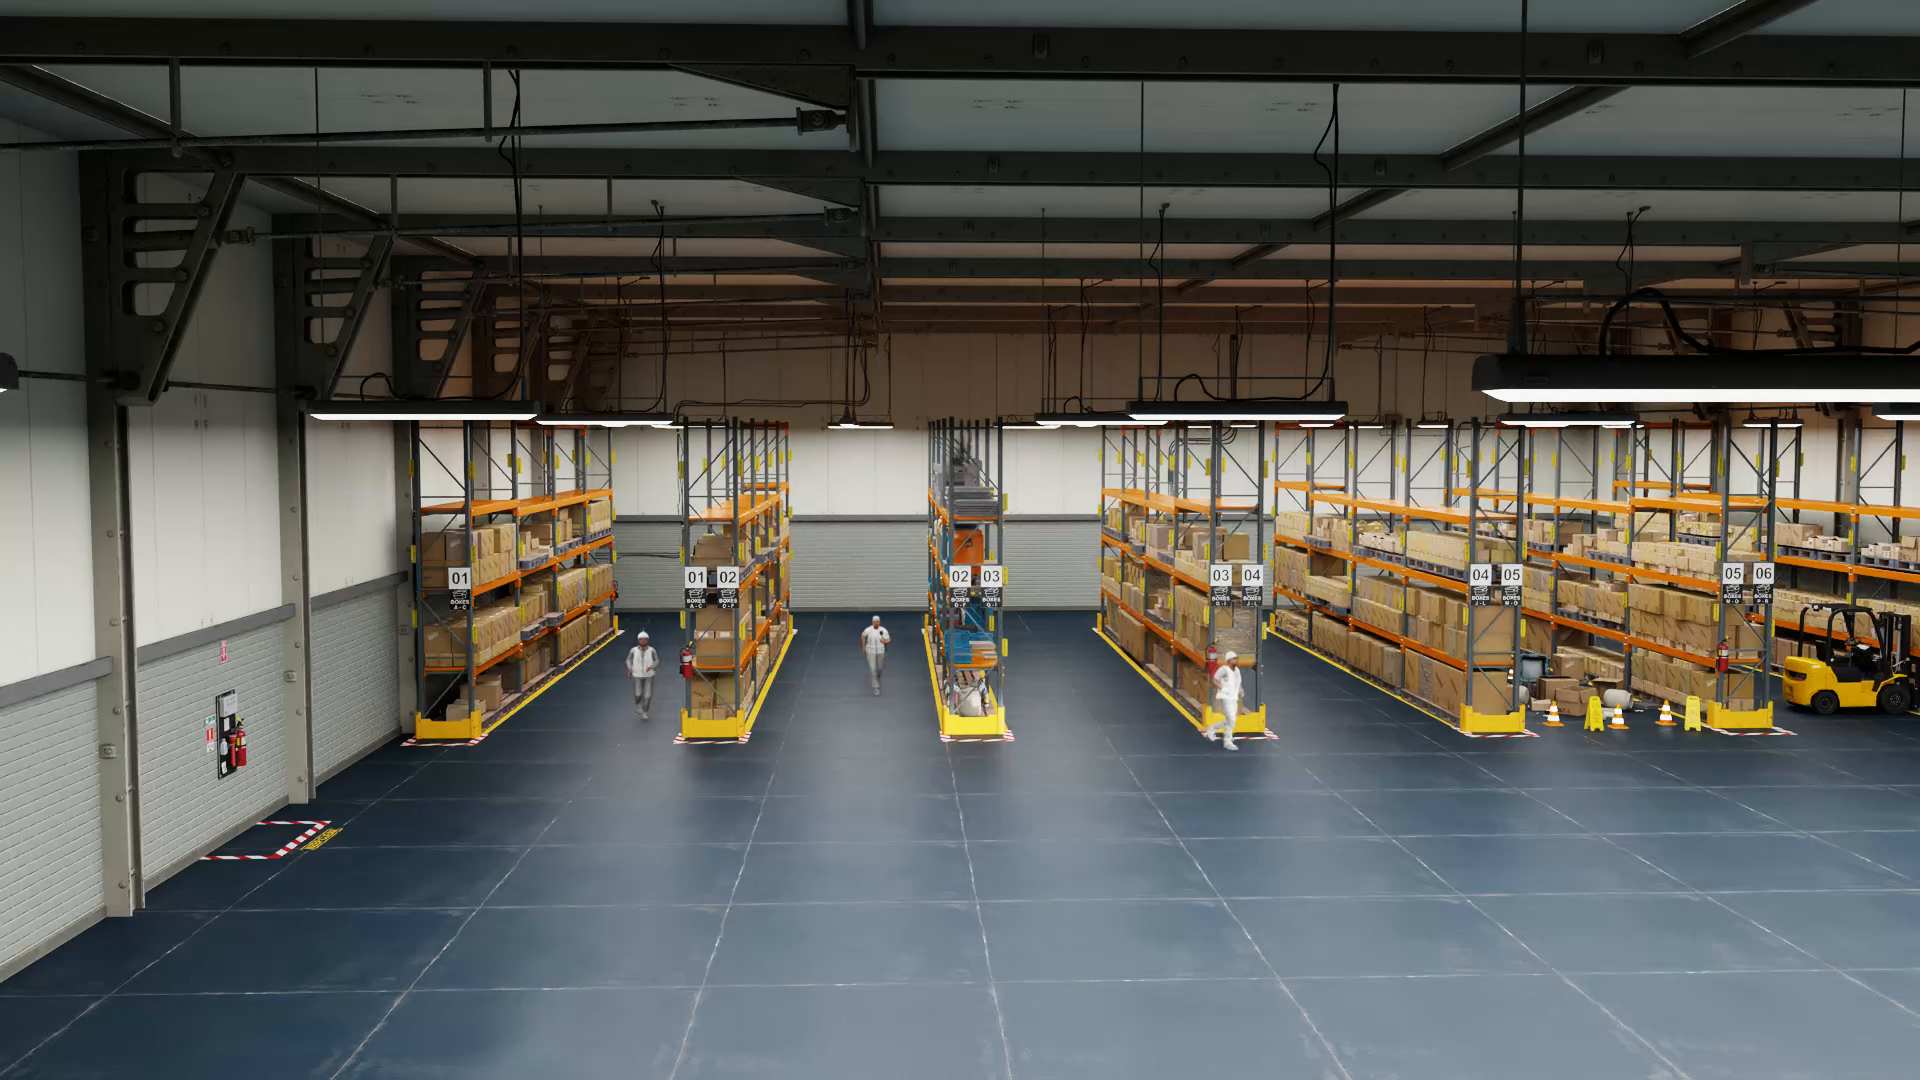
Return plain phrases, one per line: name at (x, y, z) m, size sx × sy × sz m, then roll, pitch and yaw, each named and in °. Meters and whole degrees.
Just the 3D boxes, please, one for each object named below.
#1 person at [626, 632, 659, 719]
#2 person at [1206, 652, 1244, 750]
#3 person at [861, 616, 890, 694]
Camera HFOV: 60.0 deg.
person at (-6.304, 2.702, 33.047) m, size 0.650 × 1.732 × 0.566 m, roll -1°, pitch 4°, yaw -11°
person at (4.847, 2.895, 30.262) m, size 0.743 × 1.737 × 0.729 m, roll 4°, pitch 5°, yaw 44°
person at (-1.838, 2.489, 36.471) m, size 0.599 × 1.668 × 0.937 m, roll -1°, pitch 4°, yaw -11°
